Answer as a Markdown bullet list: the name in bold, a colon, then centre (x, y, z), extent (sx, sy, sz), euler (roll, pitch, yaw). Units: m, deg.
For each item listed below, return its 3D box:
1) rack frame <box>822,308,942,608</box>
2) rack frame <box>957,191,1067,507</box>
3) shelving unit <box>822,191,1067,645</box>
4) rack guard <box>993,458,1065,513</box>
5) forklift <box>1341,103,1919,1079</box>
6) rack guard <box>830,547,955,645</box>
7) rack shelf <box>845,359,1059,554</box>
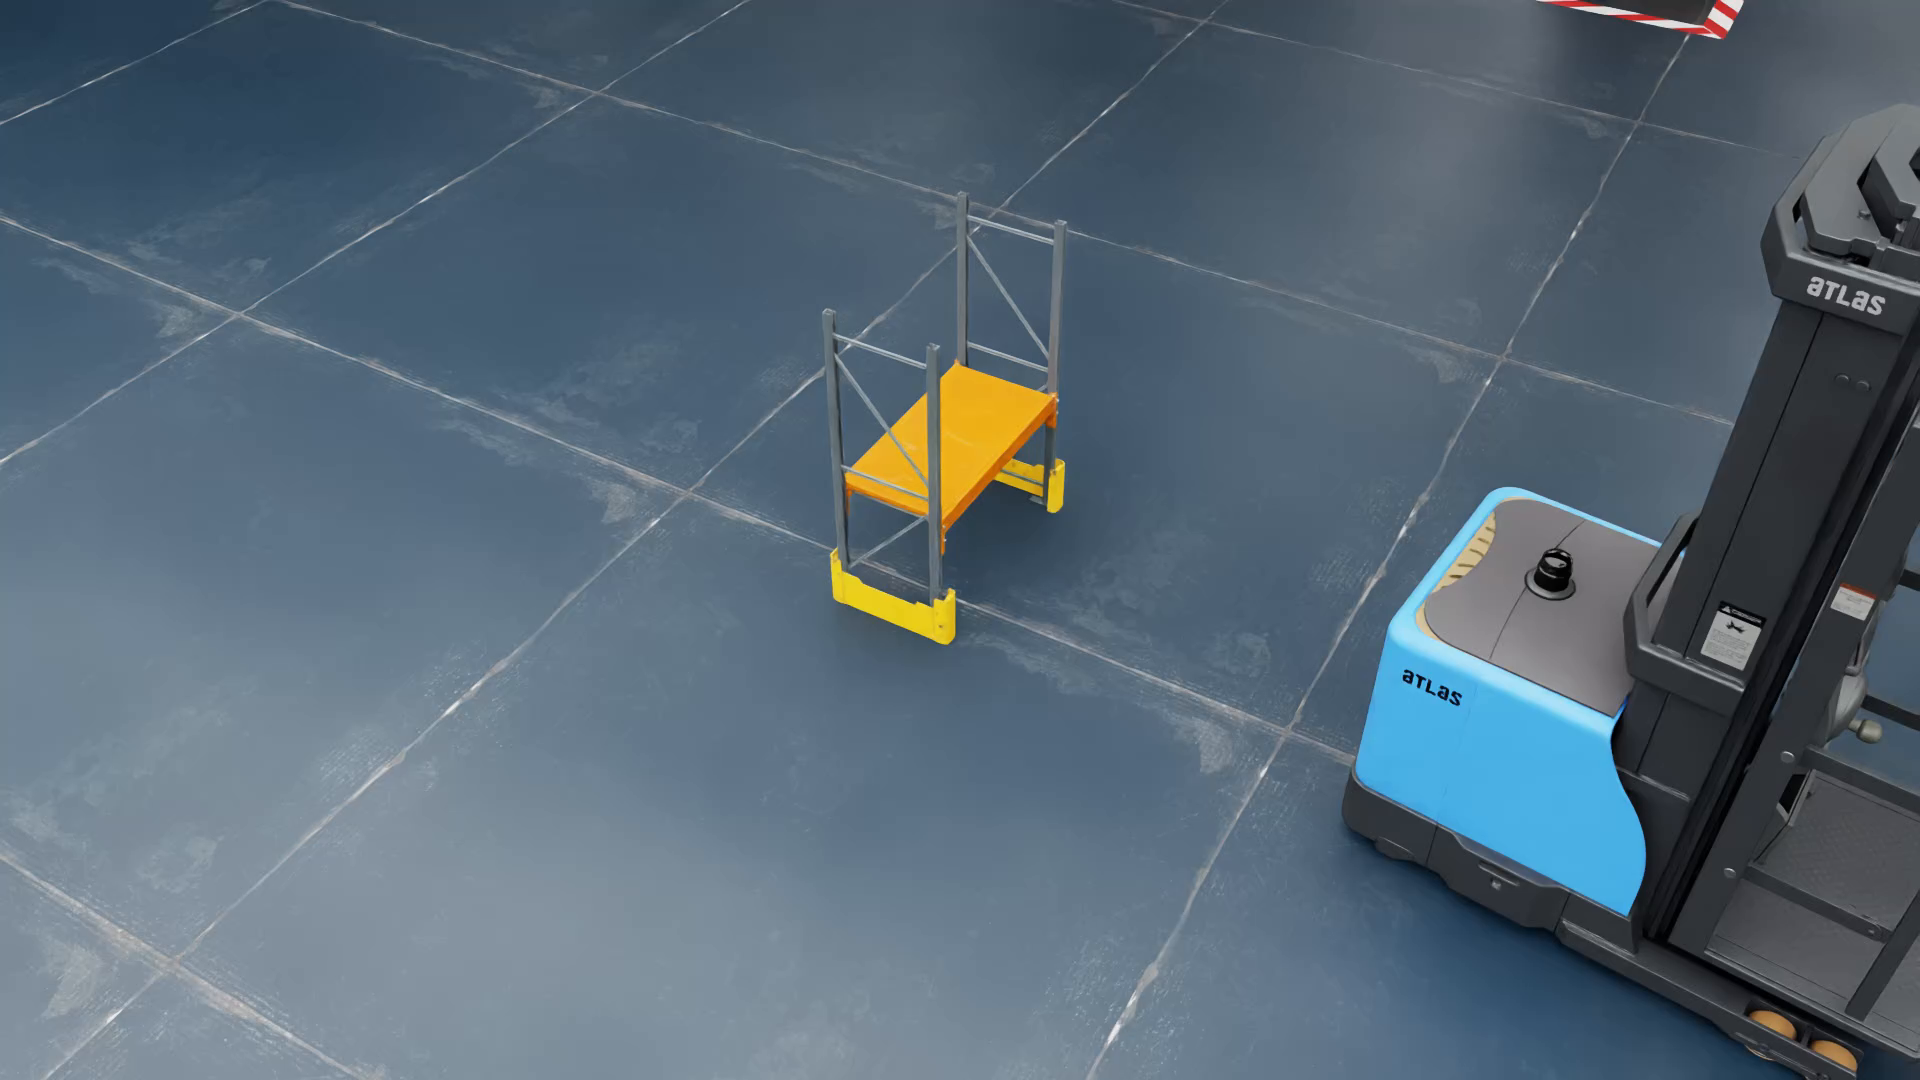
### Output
- **rack frame**: centre (-0.297, -0.223, 6.684), extent (0.500, 1.500, 0.032), euler (21, 45, 22)
- **rack frame**: centre (0.212, -0.805, 7.345), extent (0.500, 1.500, 0.032), euler (21, 45, 22)
- **shelving unit**: centre (-0.038, -0.519, 7.020), extent (0.587, 1.500, 1.083), euler (21, 45, 22)
- **rack guard**: centre (0.211, -0.335, 7.757), extent (0.587, 0.250, 0.087), euler (21, 45, 22)
- **forklift**: centre (2.931, 0.316, 4.989), extent (3.031, 2.935, 1.130), euler (26, 47, 26)
- **rack guard**: centre (-0.287, 0.235, 7.110), extent (0.587, 0.250, 0.087), euler (21, 45, 22)
- **rack shelf**: centre (-0.043, -0.379, 7.133), extent (0.538, 0.185, 1.000), euler (21, 45, 22)
